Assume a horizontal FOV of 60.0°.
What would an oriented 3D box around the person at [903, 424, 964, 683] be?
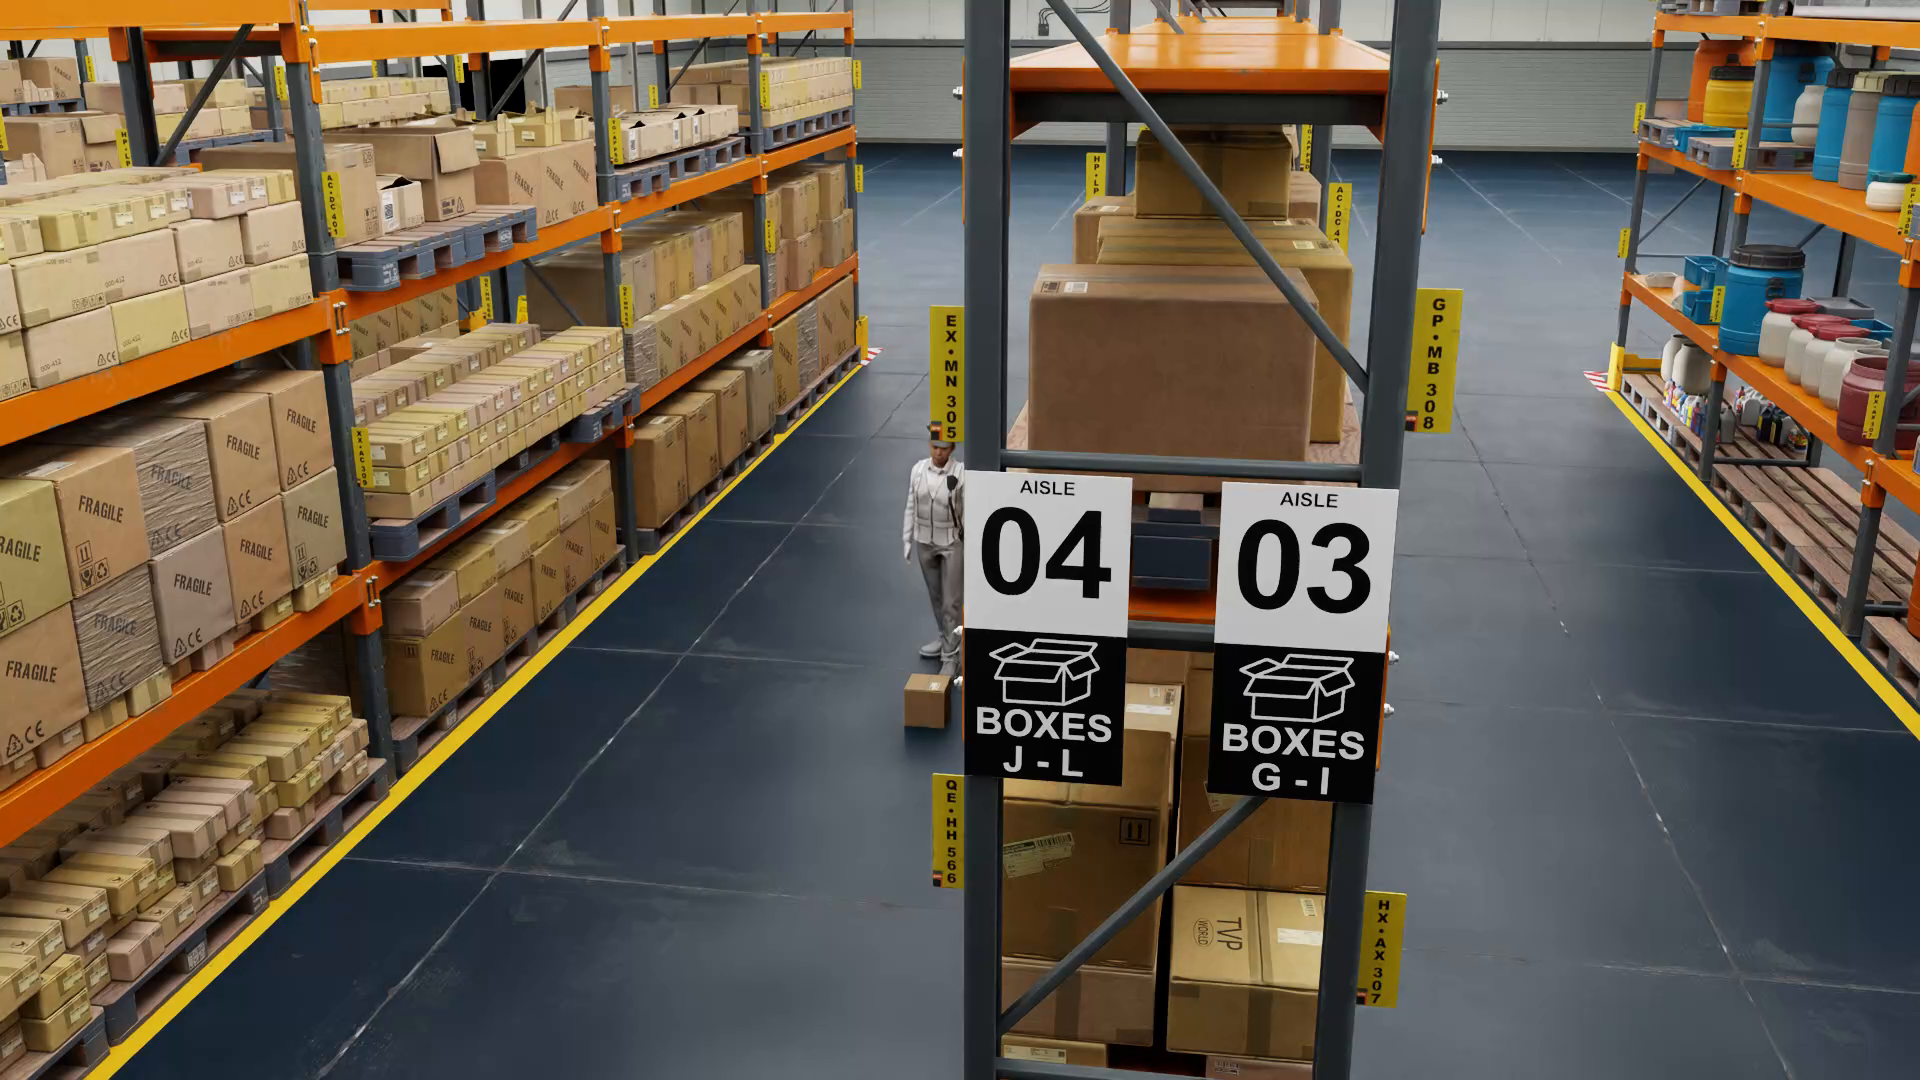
[{"bbox_3d":[-0.154,0.045,10.869,0.520,1.663,0.642,8,20,23],"label":"person"}]
